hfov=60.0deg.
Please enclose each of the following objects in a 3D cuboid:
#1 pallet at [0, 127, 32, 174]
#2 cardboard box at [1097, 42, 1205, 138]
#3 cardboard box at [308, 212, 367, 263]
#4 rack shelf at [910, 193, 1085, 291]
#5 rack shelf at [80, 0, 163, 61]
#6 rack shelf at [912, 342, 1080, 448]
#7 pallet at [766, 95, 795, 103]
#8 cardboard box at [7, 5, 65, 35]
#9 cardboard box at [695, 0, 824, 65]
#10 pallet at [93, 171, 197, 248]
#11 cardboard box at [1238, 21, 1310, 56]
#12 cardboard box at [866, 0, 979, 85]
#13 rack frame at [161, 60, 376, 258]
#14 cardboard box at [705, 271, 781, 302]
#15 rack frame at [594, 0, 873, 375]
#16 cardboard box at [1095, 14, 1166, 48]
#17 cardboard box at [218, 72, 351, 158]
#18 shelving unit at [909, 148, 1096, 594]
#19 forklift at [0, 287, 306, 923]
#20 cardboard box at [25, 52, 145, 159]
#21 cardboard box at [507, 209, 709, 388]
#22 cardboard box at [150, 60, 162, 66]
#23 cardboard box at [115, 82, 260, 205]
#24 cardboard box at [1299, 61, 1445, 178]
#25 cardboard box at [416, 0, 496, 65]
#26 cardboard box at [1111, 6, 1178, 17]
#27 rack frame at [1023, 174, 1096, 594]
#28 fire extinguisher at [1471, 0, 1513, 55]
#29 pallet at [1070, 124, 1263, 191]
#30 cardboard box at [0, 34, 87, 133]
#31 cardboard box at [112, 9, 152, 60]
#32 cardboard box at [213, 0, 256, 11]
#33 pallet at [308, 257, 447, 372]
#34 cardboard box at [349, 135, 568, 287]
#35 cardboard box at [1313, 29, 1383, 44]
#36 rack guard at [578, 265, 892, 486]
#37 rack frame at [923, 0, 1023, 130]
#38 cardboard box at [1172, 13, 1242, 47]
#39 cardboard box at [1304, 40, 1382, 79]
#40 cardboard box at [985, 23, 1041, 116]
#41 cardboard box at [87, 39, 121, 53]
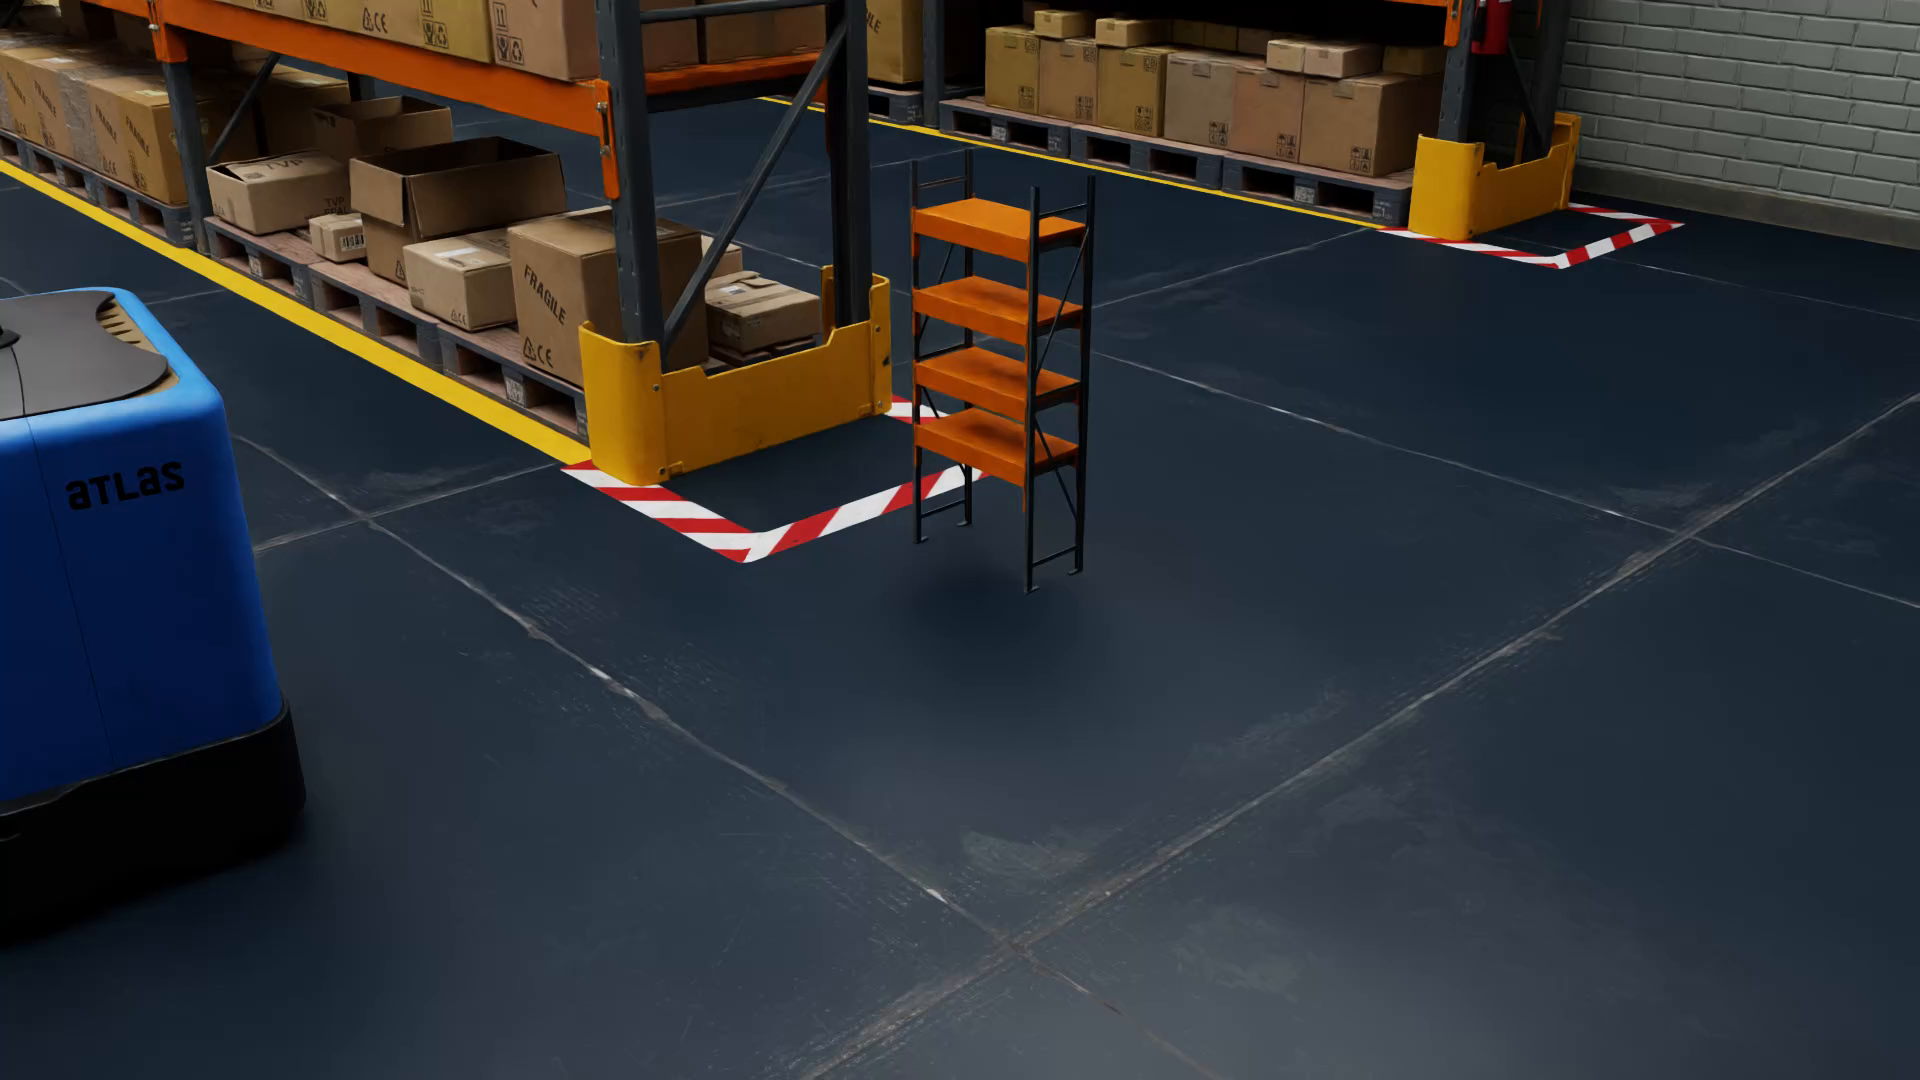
[{"bbox_3d":[-5.710,-2.648,10.801,1.003,0.211,1.213,-21,32,-38],"label":"pallet"},{"bbox_3d":[1.281,-2.837,10.361,0.700,0.500,0.500,-20,31,-37],"label":"cardboard box"},{"bbox_3d":[-2.732,-1.406,7.600,0.380,0.166,0.250,-21,32,-38],"label":"cardboard box"},{"bbox_3d":[0.113,-0.853,4.728,0.258,0.148,0.480,-21,32,-38],"label":"rack shelf"},{"bbox_3d":[-4.826,-3.221,9.563,1.077,0.370,4.000,-21,32,-38],"label":"rack shelf"},{"bbox_3d":[0.113,-0.435,4.919,0.258,0.148,0.480,-21,32,-38],"label":"rack shelf"},{"bbox_3d":[-1.266,-3.662,13.023,1.003,0.211,1.213,-21,32,-38],"label":"pallet"},{"bbox_3d":[-6.337,-3.591,11.639,0.500,0.311,0.500,-20,31,-37],"label":"cardboard box"},{"bbox_3d":[-0.836,-1.985,5.867,0.500,0.500,0.500,-20,32,-37],"label":"cardboard box"},{"bbox_3d":[-4.043,-1.909,9.181,1.003,0.211,1.213,-21,32,-38],"label":"pallet"},{"bbox_3d":[1.876,-2.994,9.924,0.380,0.149,0.250,-21,32,-38],"label":"cardboard box"},{"bbox_3d":[-0.385,-3.722,11.878,0.750,0.750,0.750,-21,32,-38],"label":"cardboard box"},{"bbox_3d":[-3.459,-2.942,8.085,1.000,3.000,0.127,-21,32,-38],"label":"rack frame"},{"bbox_3d":[-0.931,-0.942,6.583,0.380,0.166,0.250,-21,32,-38],"label":"cardboard box"},{"bbox_3d":[-0.725,-1.730,5.429,1.000,3.000,0.127,-21,32,-38],"label":"rack frame"},{"bbox_3d":[1.048,-3.128,10.217,0.380,0.149,0.250,-22,33,-40],"label":"cardboard box"},{"bbox_3d":[-3.612,-2.221,8.986,0.500,0.500,0.500,22,33,39],"label":"cardboard box"},{"bbox_3d":[0.113,-0.496,4.891,0.258,1.200,0.503,-21,32,-38],"label":"shelving unit"},{"bbox_3d":[-2.985,-0.476,2.762,3.031,2.935,1.130,-16,29,-31],"label":"forklift"},{"bbox_3d":[-5.029,-2.531,9.665,0.500,0.500,0.500,22,33,40],"label":"cardboard box"},{"bbox_3d":[-1.277,-0.888,6.064,0.500,0.500,0.500,-21,32,-38],"label":"cardboard box"},{"bbox_3d":[-4.321,-2.533,9.669,0.500,0.500,0.500,-21,32,-38],"label":"cardboard box"},{"bbox_3d":[-4.006,-2.073,8.662,0.500,0.500,0.500,-21,32,-39],"label":"cardboard box"},{"bbox_3d":[2.337,-2.374,9.346,0.700,0.500,0.500,-21,32,-38],"label":"cardboard box"},{"bbox_3d":[-1.587,-1.990,5.879,0.500,0.500,0.500,-21,32,-38],"label":"cardboard box"},{"bbox_3d":[1.179,-3.303,10.601,0.380,0.149,0.250,-23,33,-40],"label":"cardboard box"},{"bbox_3d":[0.280,-0.422,4.729,0.240,1.200,0.015,-21,32,-38],"label":"rack frame"},{"bbox_3d":[2.654,-2.755,8.218,0.296,0.674,0.183,-21,32,-38],"label":"fire extinguisher"},{"bbox_3d":[1.455,-2.458,10.383,1.003,0.211,1.213,-21,32,-38],"label":"pallet"},{"bbox_3d":[-5.729,-2.841,10.345,0.500,0.500,0.500,22,33,40],"label":"cardboard box"},{"bbox_3d":[-4.639,-3.017,9.827,0.500,0.250,0.500,-22,32,-39],"label":"cardboard box"},{"bbox_3d":[-2.957,-2.602,7.219,0.500,0.500,0.500,-21,32,-38],"label":"cardboard box"},{"bbox_3d":[-2.152,-1.095,7.397,1.003,0.211,1.213,-21,32,-38],"label":"pallet"},{"bbox_3d":[-2.171,-1.439,7.268,0.797,0.503,0.637,-21,32,-38],"label":"cardboard box"},{"bbox_3d":[2.221,-2.841,9.589,0.380,0.149,0.250,-21,32,-38],"label":"cardboard box"},{"bbox_3d":[-0.777,-0.616,5.998,1.175,0.500,0.348,-21,32,-38],"label":"rack guard"},{"bbox_3d":[0.154,-4.349,11.168,1.000,3.000,0.127,-21,32,-38],"label":"rack frame"},{"bbox_3d":[1.528,-3.149,10.262,0.380,0.149,0.250,-22,32,-39],"label":"cardboard box"},{"bbox_3d":[2.116,-2.657,9.183,0.380,0.149,0.250,-22,32,-39],"label":"cardboard box"},{"bbox_3d":[0.591,-3.147,11.039,0.700,0.500,0.500,-21,32,-38],"label":"cardboard box"},{"bbox_3d":[-5.029,-2.843,10.350,0.500,0.500,0.500,22,33,40],"label":"cardboard box"}]
